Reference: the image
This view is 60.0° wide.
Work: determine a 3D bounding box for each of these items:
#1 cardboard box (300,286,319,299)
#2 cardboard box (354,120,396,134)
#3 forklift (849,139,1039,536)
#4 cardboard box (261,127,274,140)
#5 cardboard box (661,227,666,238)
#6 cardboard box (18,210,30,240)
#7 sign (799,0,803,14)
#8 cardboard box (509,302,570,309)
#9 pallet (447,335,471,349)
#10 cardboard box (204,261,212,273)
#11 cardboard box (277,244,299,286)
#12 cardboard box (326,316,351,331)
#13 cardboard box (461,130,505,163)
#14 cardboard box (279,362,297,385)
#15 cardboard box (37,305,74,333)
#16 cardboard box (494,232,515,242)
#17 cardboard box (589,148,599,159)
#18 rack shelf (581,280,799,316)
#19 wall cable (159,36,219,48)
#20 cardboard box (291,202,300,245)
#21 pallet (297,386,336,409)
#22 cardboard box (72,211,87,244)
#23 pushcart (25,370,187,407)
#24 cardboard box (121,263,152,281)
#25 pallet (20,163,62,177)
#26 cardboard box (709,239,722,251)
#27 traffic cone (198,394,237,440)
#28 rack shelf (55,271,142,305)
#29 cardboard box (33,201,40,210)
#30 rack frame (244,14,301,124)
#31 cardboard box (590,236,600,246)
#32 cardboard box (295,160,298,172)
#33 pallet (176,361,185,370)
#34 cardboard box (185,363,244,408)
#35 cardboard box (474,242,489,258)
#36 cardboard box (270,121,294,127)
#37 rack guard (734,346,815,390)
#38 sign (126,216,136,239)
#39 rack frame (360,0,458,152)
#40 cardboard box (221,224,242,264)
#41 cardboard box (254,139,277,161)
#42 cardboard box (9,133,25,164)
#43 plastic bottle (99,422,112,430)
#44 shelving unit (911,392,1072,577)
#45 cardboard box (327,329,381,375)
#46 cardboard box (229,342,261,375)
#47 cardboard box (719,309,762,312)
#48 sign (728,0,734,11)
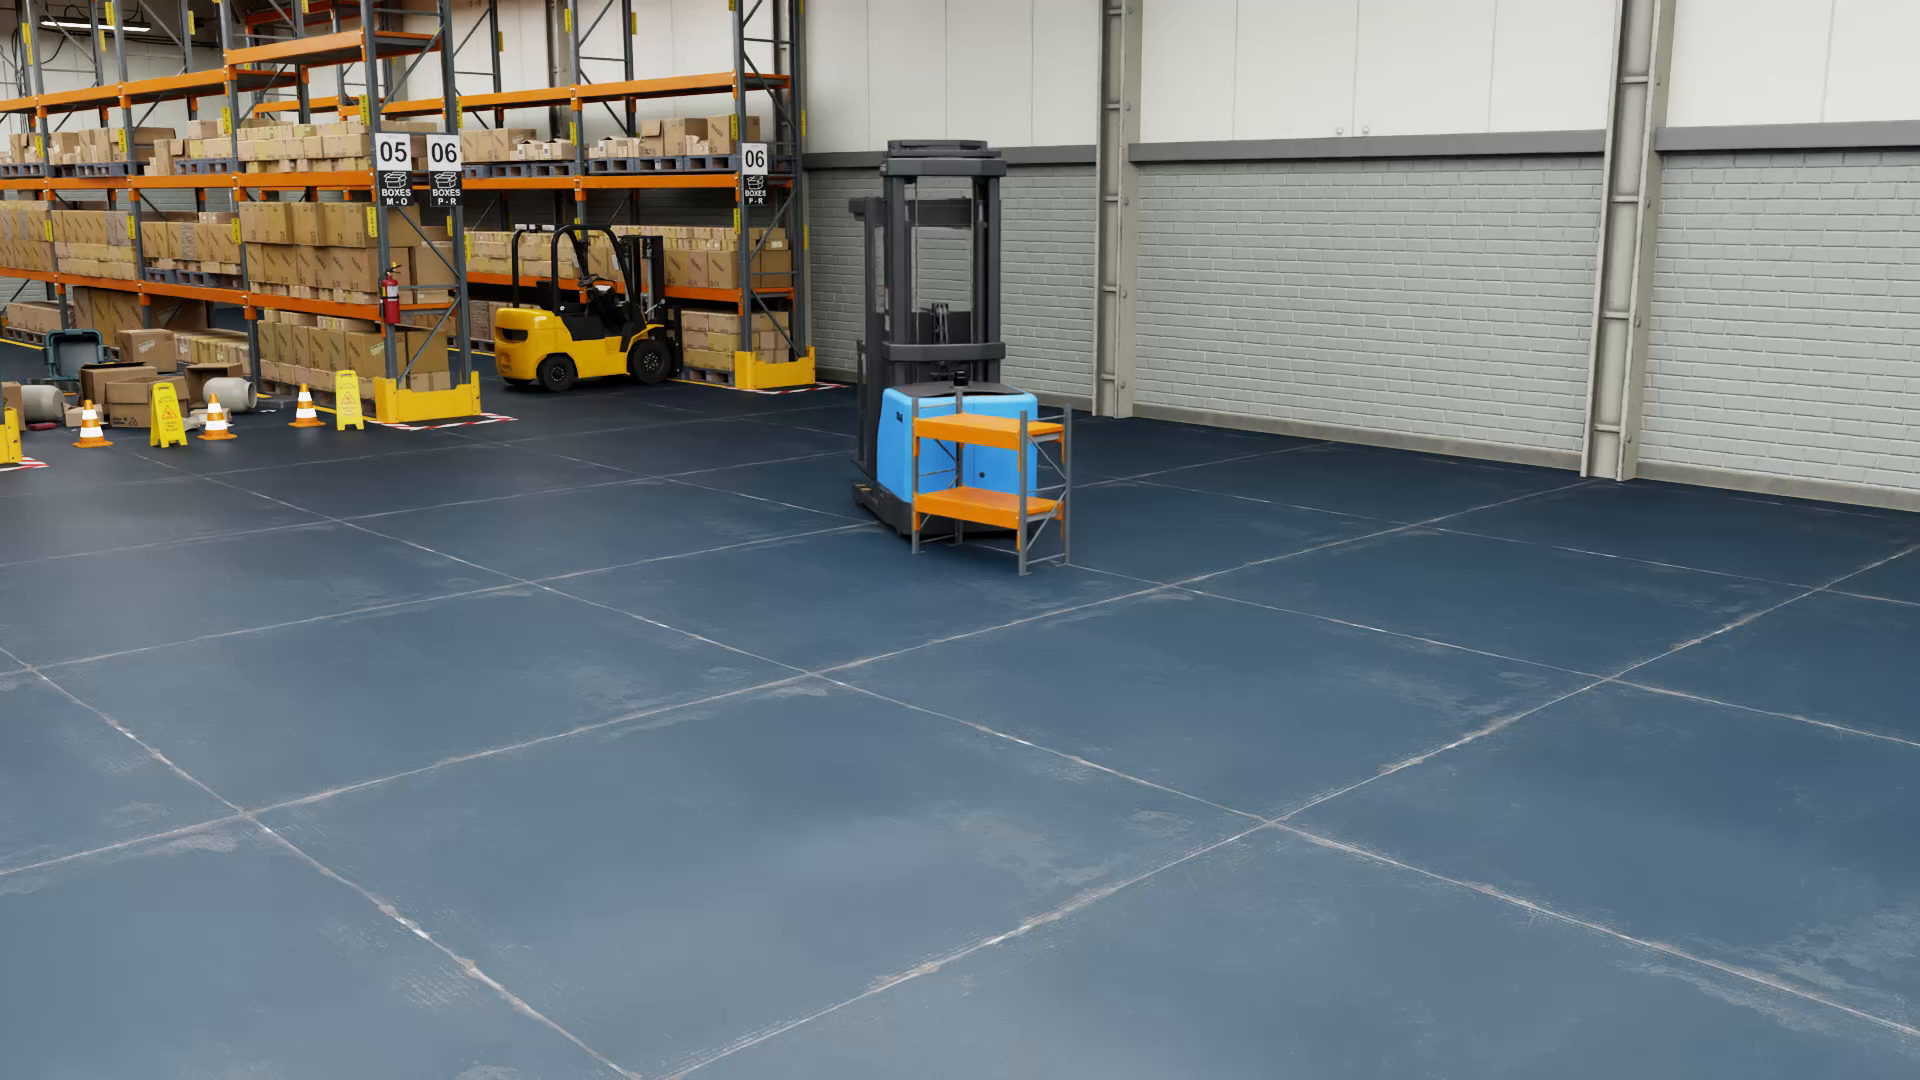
[{"bbox_3d":[-7.815,-3.031,20.310,0.380,0.149,0.250,-11,16,-43],"label":"cardboard box"},{"bbox_3d":[-6.556,-4.626,18.646,0.380,0.149,0.250,-11,16,-42],"label":"cardboard box"},{"bbox_3d":[-0.276,-1.717,13.484,1.130,2.935,3.031,-3,12,-14],"label":"forklift"},{"bbox_3d":[-8.351,-4.995,20.434,0.380,0.149,0.250,-11,16,-43],"label":"cardboard box"},{"bbox_3d":[-3.985,-4.332,23.412,0.380,0.149,0.250,-11,16,-42],"label":"cardboard box"},{"bbox_3d":[-15.624,-5.350,28.220,0.500,0.500,0.500,-11,16,-42],"label":"cardboard box"},{"bbox_3d":[-2.116,-7.123,21.979,0.100,0.325,0.005,-11,16,-43],"label":"sign"},{"bbox_3d":[-6.703,-3.498,26.802,0.625,0.625,0.875,11,16,43],"label":"cardboard box"},{"bbox_3d":[-8.534,-3.490,28.826,1.003,0.211,1.213,-11,16,-43],"label":"pallet"},{"bbox_3d":[-9.978,-3.695,22.493,0.380,0.149,0.250,-11,16,-42],"label":"cardboard box"},{"bbox_3d":[-8.068,-3.412,20.552,0.500,0.500,0.500,-11,16,-43],"label":"cardboard box"},{"bbox_3d":[-7.324,-2.587,19.844,0.380,0.149,0.250,-11,16,-42],"label":"cardboard box"},{"bbox_3d":[-7.722,-6.374,26.947,0.500,0.500,0.500,-11,16,-42],"label":"cardboard box"},{"bbox_3d":[-8.282,-2.124,21.061,0.500,0.250,0.500,-10,15,-39],"label":"cardboard box"},{"bbox_3d":[-15.370,-3.821,28.831,0.875,0.438,0.875,11,16,43],"label":"cardboard box"},{"bbox_3d":[-7.273,-4.879,26.803,0.380,0.149,0.250,-11,16,-42],"label":"cardboard box"},{"bbox_3d":[-5.193,-5.650,24.304,0.380,0.149,0.250,-10,16,-41],"label":"cardboard box"},{"bbox_3d":[-3.903,-3.513,23.813,1.077,0.370,4.000,-11,16,-43],"label":"rack shelf"},{"bbox_3d":[-16.542,-12.573,37.355,2.988,3.039,0.133,-11,16,-43],"label":"wall cable"},{"bbox_3d":[-7.634,-3.837,20.139,0.700,0.500,0.500,-11,16,-43],"label":"cardboard box"},{"bbox_3d":[-7.535,-1.828,20.762,1.003,0.211,1.213,-11,16,-43],"label":"pallet"},{"bbox_3d":[-13.584,-4.923,26.148,0.500,0.500,0.500,11,16,44],"label":"cardboard box"},{"bbox_3d":[-10.486,-1.856,20.484,0.936,0.377,1.648,6,13,26],"label":"pushcart"},{"bbox_3d":[-12.170,-4.013,24.828,0.500,0.250,0.500,11,16,43],"label":"cardboard box"},{"bbox_3d":[-14.953,-6.179,27.757,1.003,0.211,1.213,-11,16,-43],"label":"pallet"},{"bbox_3d":[-3.161,-3.985,22.465,0.380,0.149,0.250,-11,16,-42],"label":"cardboard box"},{"bbox_3d":[-7.907,-1.318,17.660,0.336,0.463,0.334,-11,16,-43],"label":"traffic cone"},{"bbox_3d":[-13.015,-3.988,26.120,1.077,0.370,4.000,-11,16,-43],"label":"rack shelf"},{"bbox_3d":[-15.295,-5.616,27.901,0.380,0.149,0.250,-11,16,-43],"label":"cardboard box"},{"bbox_3d":[-13.571,-8.847,33.052,1.000,3.000,0.127,-11,16,-43],"label":"rack frame"},{"bbox_3d":[-5.254,-4.441,24.678,0.380,0.149,0.250,-11,16,-43],"label":"cardboard box"},{"bbox_3d":[-7.767,-4.506,20.038,0.380,0.149,0.250,-11,16,-42],"label":"cardboard box"},{"bbox_3d":[-11.095,-2.569,24.357,1.003,0.211,1.213,-11,16,-43],"label":"pallet"},{"bbox_3d":[-9.115,-1.896,20.370,0.500,0.500,0.500,-1,12,-4],"label":"cardboard box"},{"bbox_3d":[-7.571,-4.741,27.120,0.500,0.250,0.500,-10,15,-41],"label":"cardboard box"},{"bbox_3d":[-9.336,-5.524,22.448,0.500,0.250,0.500,-11,16,-44],"label":"cardboard box"},{"bbox_3d":[-2.505,-2.346,22.559,1.175,0.500,0.348,-11,16,-43],"label":"rack guard"},{"bbox_3d":[-12.033,-4.538,24.136,0.100,0.325,0.005,-11,16,-43],"label":"sign"},{"bbox_3d":[-6.109,-5.820,18.358,1.000,3.000,0.127,-11,16,-43],"label":"rack frame"},{"bbox_3d":[-9.356,-3.901,21.887,0.500,0.500,0.500,-11,16,-44],"label":"cardboard box"},{"bbox_3d":[-8.402,-4.830,20.624,0.500,0.250,0.500,-11,16,-43],"label":"cardboard box"},{"bbox_3d":[-15.874,-6.674,28.403,0.500,0.500,0.500,-11,16,-42],"label":"cardboard box"},{"bbox_3d":[-9.539,-1.265,18.399,0.283,0.061,0.133,6,13,26],"label":"plastic bottle"},{"bbox_3d":[0.209,-0.413,11.628,1.048,1.125,0.538,11,16,42],"label":"shelving unit"},{"bbox_3d":[-7.214,-2.264,19.882,0.500,0.500,0.500,-10,15,-40],"label":"cardboard box"},{"bbox_3d":[-9.235,-2.460,22.390,0.950,0.372,0.625,-11,16,-42],"label":"cardboard box"},{"bbox_3d":[-3.064,-3.091,23.278,0.500,0.250,0.500,-11,16,-42],"label":"cardboard box"},{"bbox_3d":[-2.924,-6.935,21.259,0.100,0.325,0.005,-11,16,-43],"label":"sign"}]
